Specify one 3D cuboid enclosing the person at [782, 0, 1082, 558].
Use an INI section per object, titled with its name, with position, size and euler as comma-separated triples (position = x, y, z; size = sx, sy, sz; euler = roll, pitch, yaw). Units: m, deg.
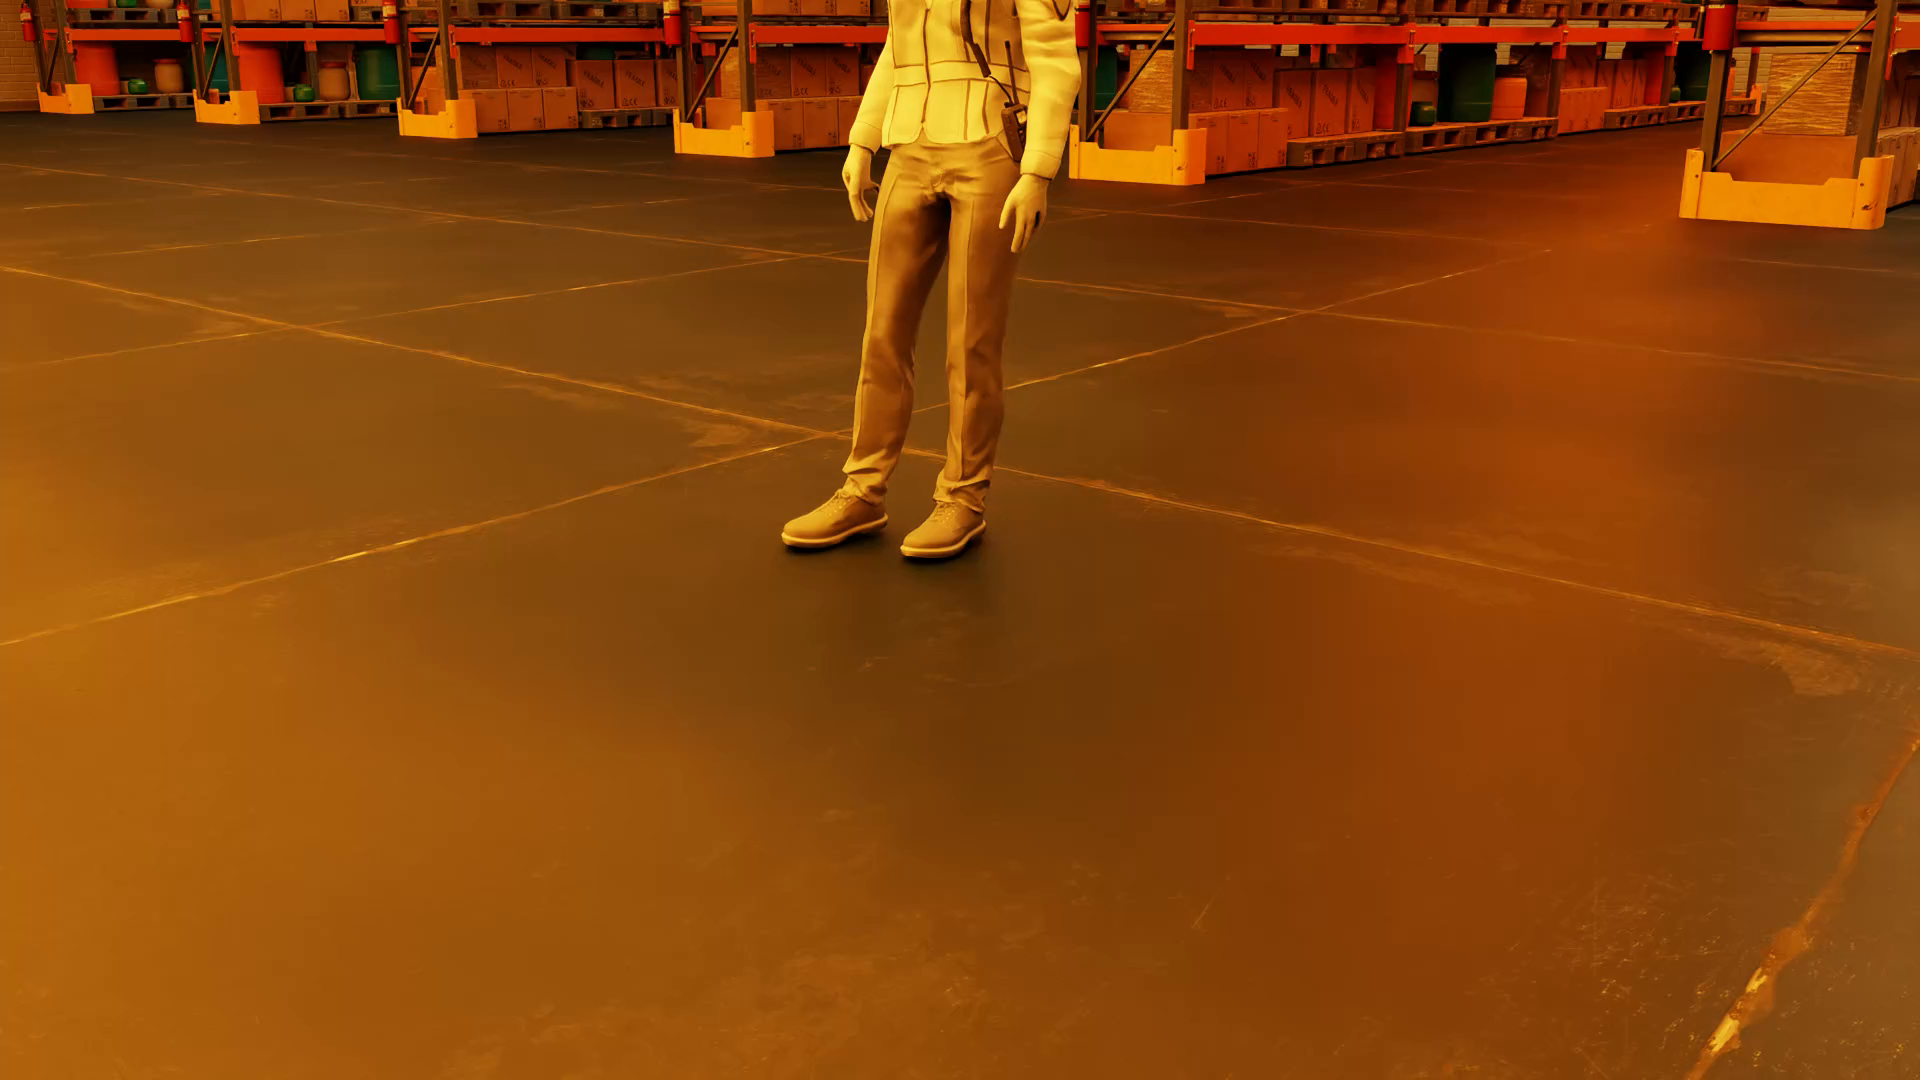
[person]
position = -0.049, -0.804, 3.647
size = 0.588, 1.695, 0.531
euler = 13, 21, 37
